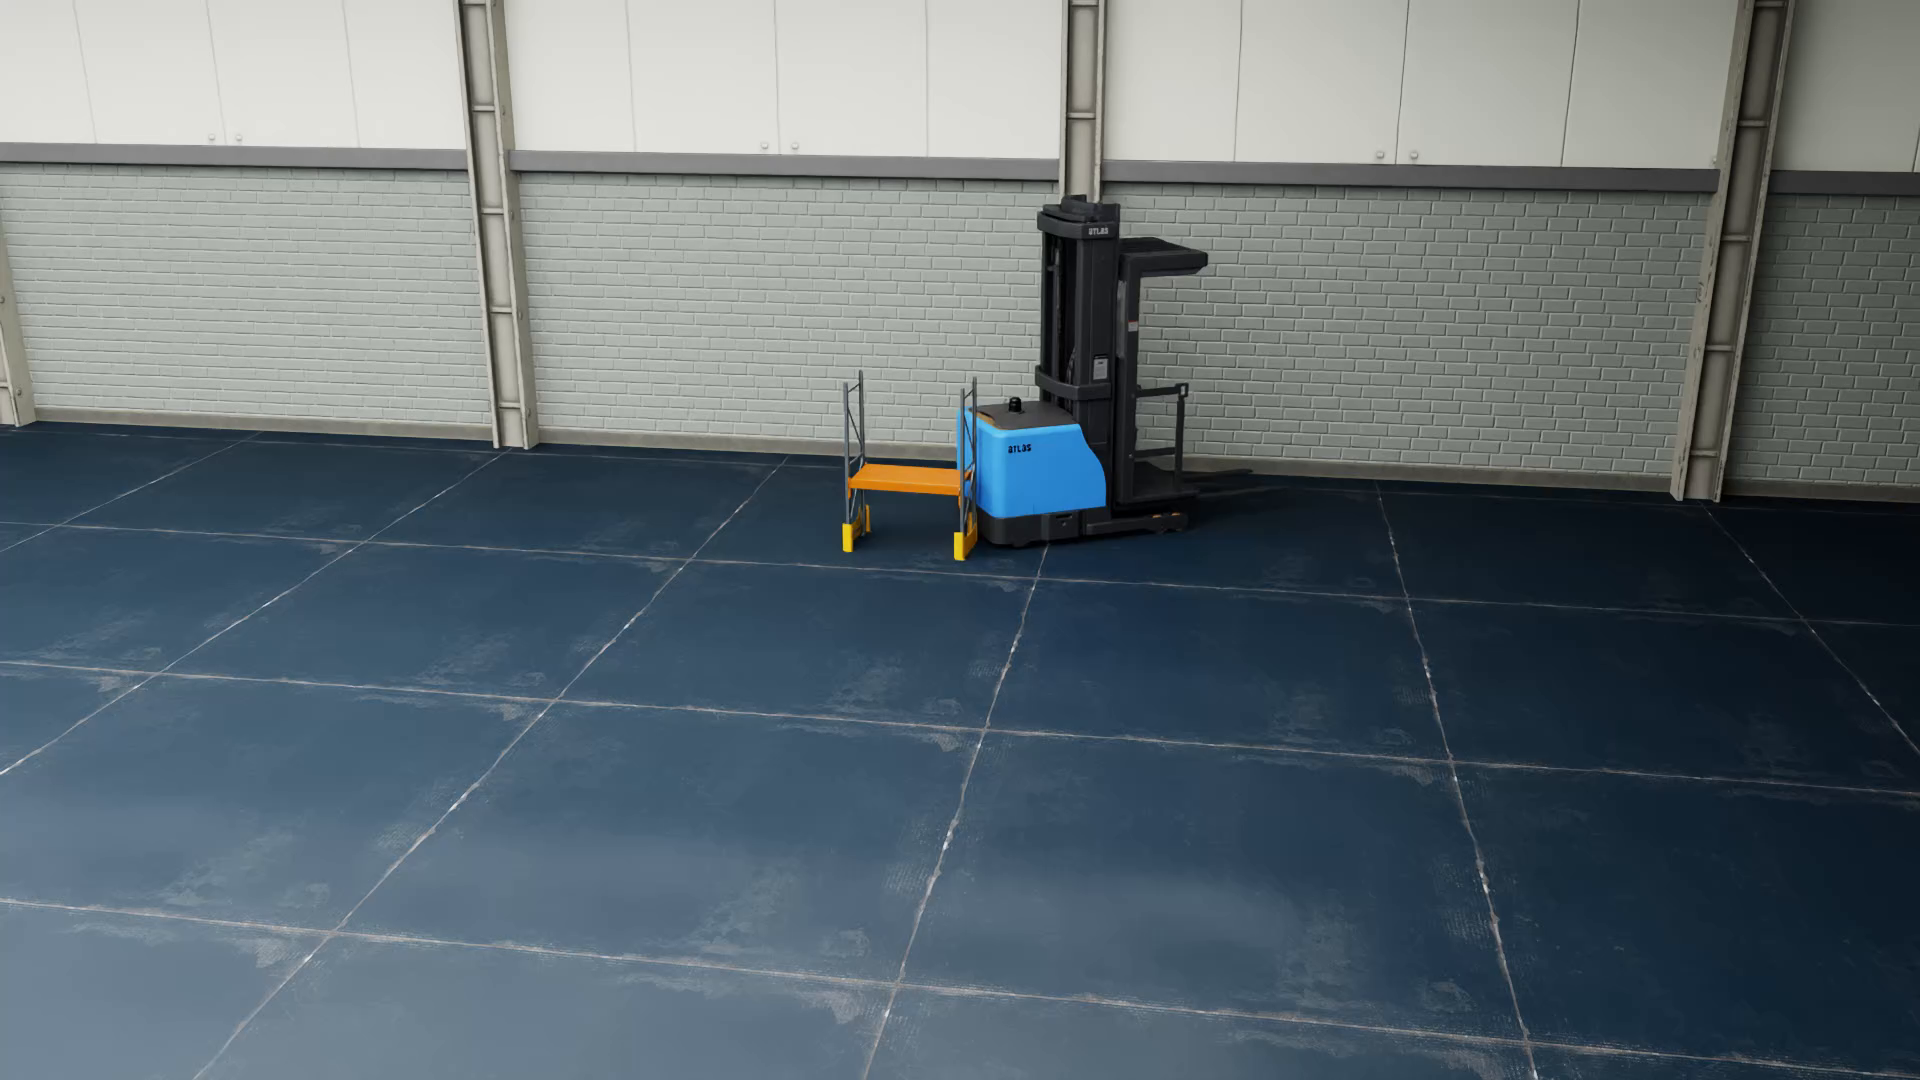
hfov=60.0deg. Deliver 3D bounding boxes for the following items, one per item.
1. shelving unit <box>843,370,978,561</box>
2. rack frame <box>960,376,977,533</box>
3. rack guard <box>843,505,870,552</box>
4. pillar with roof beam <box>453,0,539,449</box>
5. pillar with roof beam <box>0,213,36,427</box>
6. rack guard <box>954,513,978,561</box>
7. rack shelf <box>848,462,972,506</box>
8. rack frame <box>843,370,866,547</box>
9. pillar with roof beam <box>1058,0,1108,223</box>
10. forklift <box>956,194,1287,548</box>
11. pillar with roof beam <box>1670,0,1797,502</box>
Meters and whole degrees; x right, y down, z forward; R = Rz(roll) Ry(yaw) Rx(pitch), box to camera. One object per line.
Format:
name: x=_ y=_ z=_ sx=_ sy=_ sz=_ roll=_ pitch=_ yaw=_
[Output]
shelving unit: x=-0.431 y=-0.661 z=14.416 sx=1.083 sy=1.500 sz=0.587 roll=4 pitch=19 yaw=13
rack frame: x=0.073 y=-0.623 z=14.303 sx=0.032 sy=1.500 sz=0.500 roll=4 pitch=19 yaw=13
rack guard: x=-0.915 y=-0.105 z=14.724 sx=0.087 sy=0.250 sz=0.587 roll=4 pitch=19 yaw=13
pillar with roof beam: x=-5.441 y=-3.941 z=12.399 sx=0.400 sy=9.000 sz=9.100 roll=3 pitch=19 yaw=9
pillar with roof beam: x=-11.365 y=-4.243 z=13.302 sx=0.400 sy=9.000 sz=9.100 roll=3 pitch=19 yaw=9
rack guard: x=0.054 y=-0.032 z=14.505 sx=0.087 sy=0.250 sz=0.587 roll=4 pitch=19 yaw=13
rack shelf: x=-0.422 y=-0.490 z=14.471 sx=1.000 sy=0.185 sz=0.538 roll=4 pitch=19 yaw=13
rack frame: x=-0.916 y=-0.698 z=14.526 sx=0.032 sy=1.500 sz=0.500 roll=4 pitch=19 yaw=13
pillar with roof beam: x=0.483 y=-3.639 z=11.497 sx=0.400 sy=9.000 sz=9.100 roll=3 pitch=19 yaw=9
forklift: x=1.531 y=-1.597 z=14.957 sx=3.031 sy=2.935 sz=1.130 roll=-7 pitch=20 yaw=-20
pillar with roof beam: x=6.407 y=-3.337 z=10.594 sx=0.400 sy=9.000 sz=9.100 roll=3 pitch=19 yaw=9
